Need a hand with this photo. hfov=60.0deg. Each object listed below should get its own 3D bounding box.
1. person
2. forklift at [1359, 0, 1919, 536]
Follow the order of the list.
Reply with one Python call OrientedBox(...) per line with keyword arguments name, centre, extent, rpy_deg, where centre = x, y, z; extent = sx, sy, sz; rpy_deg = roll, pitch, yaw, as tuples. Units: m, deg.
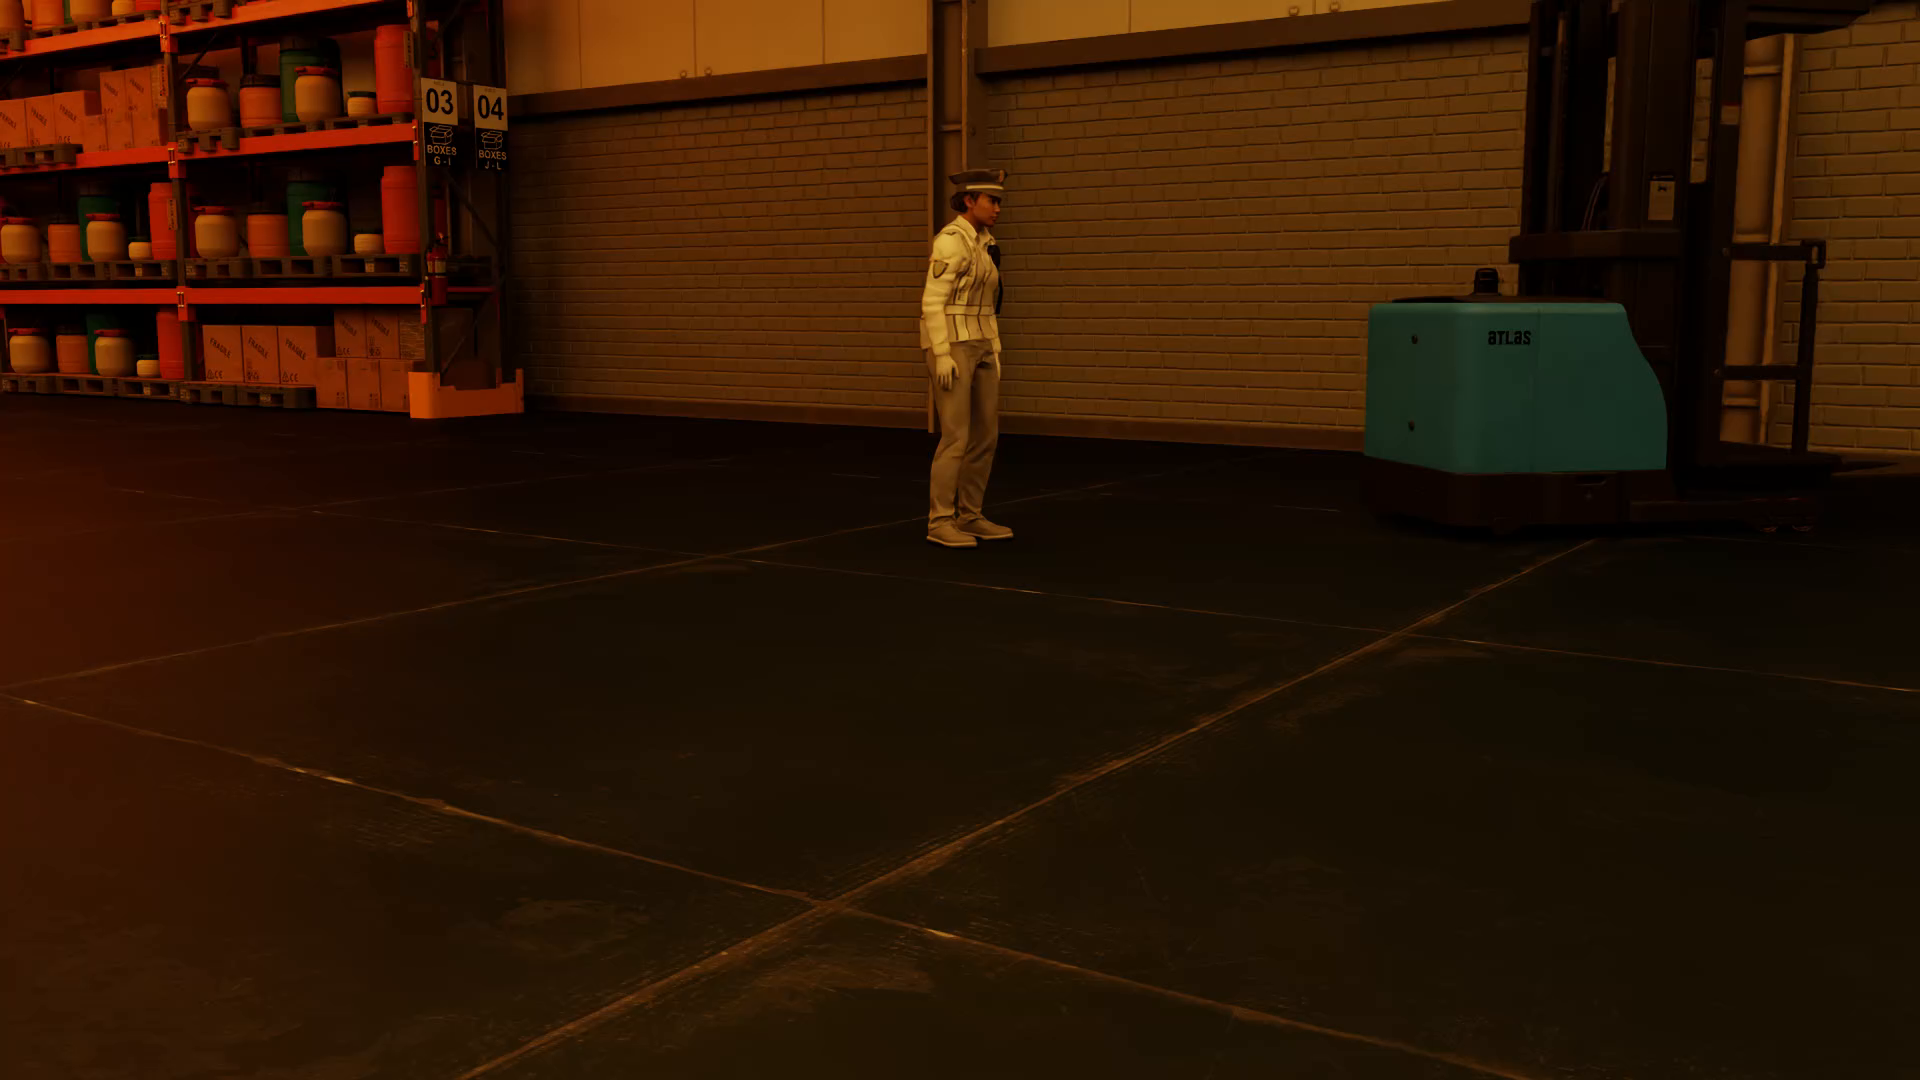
OrientedBox(name="person", centre=(0.030, -0.821, 7.479), extent=(0.372, 1.663, 0.529), rpy_deg=(5, 10, 32))
OrientedBox(name="forklift", centre=(3.596, -1.554, 8.121), extent=(3.031, 2.935, 1.130), rpy_deg=(-2, 8, -13))
